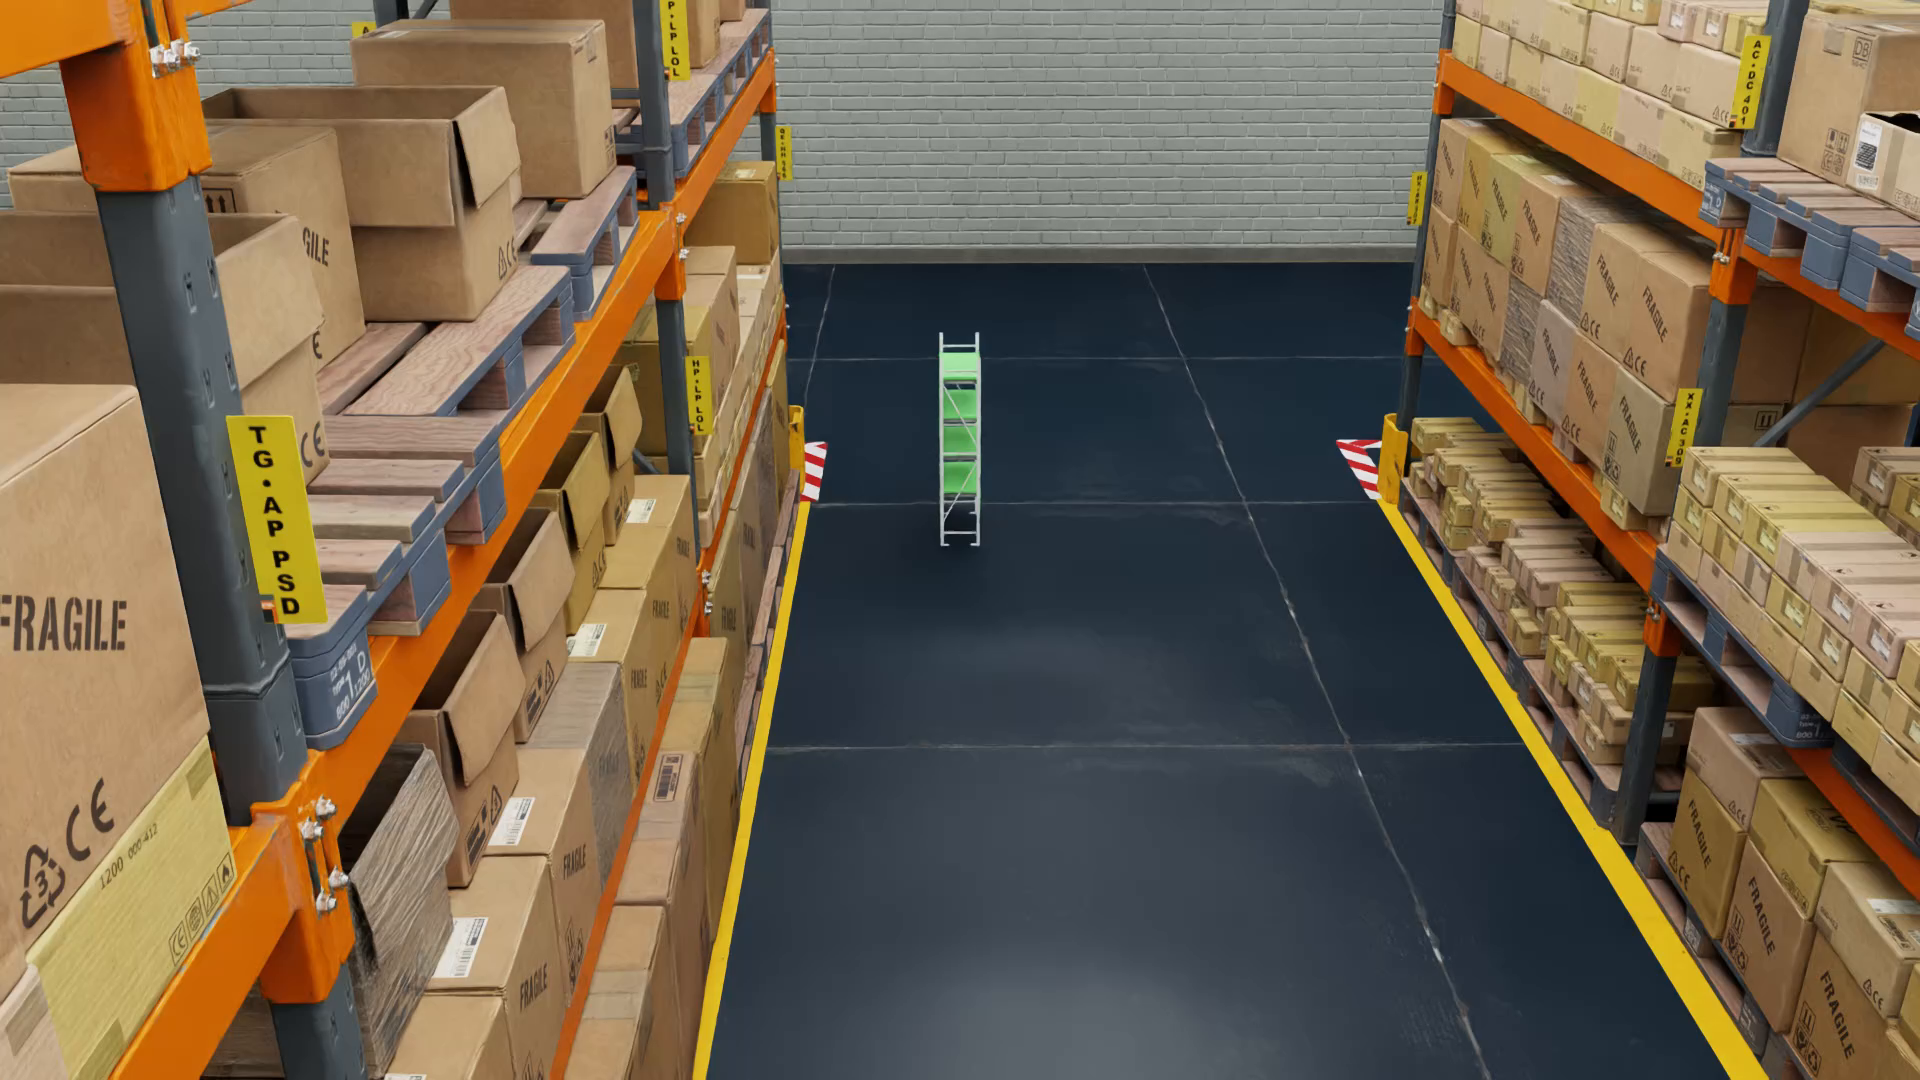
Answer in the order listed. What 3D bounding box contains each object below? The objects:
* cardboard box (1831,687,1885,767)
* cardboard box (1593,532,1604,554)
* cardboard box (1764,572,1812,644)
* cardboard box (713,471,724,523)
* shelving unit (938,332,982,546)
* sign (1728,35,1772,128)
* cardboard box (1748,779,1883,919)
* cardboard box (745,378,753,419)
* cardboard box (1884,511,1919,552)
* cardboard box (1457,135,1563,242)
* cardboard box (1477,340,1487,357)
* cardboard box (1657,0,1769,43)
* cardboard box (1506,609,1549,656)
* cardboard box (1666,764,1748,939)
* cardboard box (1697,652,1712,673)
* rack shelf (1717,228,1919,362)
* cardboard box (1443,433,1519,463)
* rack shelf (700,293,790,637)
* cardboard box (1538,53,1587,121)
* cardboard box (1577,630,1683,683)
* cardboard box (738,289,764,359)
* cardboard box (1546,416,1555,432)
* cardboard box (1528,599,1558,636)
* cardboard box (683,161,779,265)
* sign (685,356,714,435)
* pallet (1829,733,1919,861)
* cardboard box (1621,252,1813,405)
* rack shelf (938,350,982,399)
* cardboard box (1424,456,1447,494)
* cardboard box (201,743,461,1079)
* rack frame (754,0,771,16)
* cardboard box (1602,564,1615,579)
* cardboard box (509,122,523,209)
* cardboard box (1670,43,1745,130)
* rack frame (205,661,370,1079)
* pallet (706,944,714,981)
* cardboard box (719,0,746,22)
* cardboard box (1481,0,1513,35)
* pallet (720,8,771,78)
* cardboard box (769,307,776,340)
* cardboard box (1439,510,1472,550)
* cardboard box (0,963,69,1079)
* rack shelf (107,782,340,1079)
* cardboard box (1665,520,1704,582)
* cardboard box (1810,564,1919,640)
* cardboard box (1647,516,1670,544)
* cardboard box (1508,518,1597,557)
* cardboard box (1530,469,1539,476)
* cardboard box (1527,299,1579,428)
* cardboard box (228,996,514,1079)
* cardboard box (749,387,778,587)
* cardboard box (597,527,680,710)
[{"bbox_3d":[2.952,0.575,5.134,0.380,0.149,0.250,-1,24,-2],"label":"cardboard box"},{"bbox_3d":[3.600,-0.001,8.840,0.380,0.149,0.250,0,24,0],"label":"cardboard box"},{"bbox_3d":[2.944,0.222,5.554,0.380,0.149,0.250,-1,24,-3],"label":"cardboard box"},{"bbox_3d":[-1.246,-0.187,7.329,0.380,0.149,0.250,-1,24,-2],"label":"cardboard box"},{"bbox_3d":[-0.002,-0.615,10.154,0.258,1.200,0.503,0,24,-1],"label":"shelving unit"},{"bbox_3d":[2.845,-1.647,5.985,0.100,0.325,0.005,0,24,-1],"label":"sign"},{"bbox_3d":[3.140,1.080,5.835,0.500,0.250,0.500,0,24,1],"label":"cardboard box"},{"bbox_3d":[-1.262,-0.721,8.509,0.380,0.149,0.250,-1,24,-2],"label":"cardboard box"},{"bbox_3d":[3.594,0.009,6.025,0.380,0.149,0.250,0,24,0],"label":"cardboard box"},{"bbox_3d":[3.096,-1.941,9.207,0.500,0.500,0.500,0,24,1],"label":"cardboard box"},{"bbox_3d":[3.153,-1.127,9.408,0.380,0.149,0.250,1,24,2],"label":"cardboard box"},{"bbox_3d":[3.053,-2.095,6.695,0.380,0.149,0.250,0,24,-1],"label":"cardboard box"},{"bbox_3d":[3.031,0.470,8.520,0.380,0.149,0.250,0,24,-1],"label":"cardboard box"},{"bbox_3d":[3.131,1.203,6.475,0.500,0.500,0.500,1,24,1],"label":"cardboard box"},{"bbox_3d":[3.648,0.529,7.668,0.380,0.149,0.250,1,24,2],"label":"cardboard box"},{"bbox_3d":[3.410,-0.265,4.430,1.077,0.370,4.000,0,24,-1],"label":"rack shelf"},{"bbox_3d":[3.133,-0.532,10.014,0.380,0.149,0.250,0,24,0],"label":"cardboard box"},{"bbox_3d":[-1.595,-0.566,8.735,1.077,0.370,4.000,0,24,-1],"label":"rack shelf"},{"bbox_3d":[3.108,-2.169,7.948,0.500,0.250,0.500,0,24,-1],"label":"cardboard box"},{"bbox_3d":[3.081,0.535,7.654,0.380,0.149,0.250,0,24,0],"label":"cardboard box"},{"bbox_3d":[-1.335,-1.168,9.014,0.500,0.250,0.500,-1,24,-2],"label":"cardboard box"},{"bbox_3d":[3.135,-0.592,8.224,0.380,0.149,0.250,-1,24,-1],"label":"cardboard box"},{"bbox_3d":[3.104,0.363,8.397,0.380,0.149,0.250,0,24,1],"label":"cardboard box"},{"bbox_3d":[-1.348,-1.928,9.783,0.500,0.500,0.500,0,24,0],"label":"cardboard box"},{"bbox_3d":[-1.030,-0.568,6.557,0.100,0.325,0.005,0,24,-1],"label":"sign"},{"bbox_3d":[3.369,0.870,4.920,1.003,0.211,1.213,0,24,-1],"label":"pallet"},{"bbox_3d":[3.112,-0.880,6.860,0.500,0.500,0.500,-1,24,-2],"label":"cardboard box"},{"bbox_3d":[-0.002,-0.994,9.982,0.258,0.148,0.480,0,24,-1],"label":"rack shelf"},{"bbox_3d":[3.040,-0.397,10.076,0.380,0.149,0.250,0,24,-1],"label":"cardboard box"},{"bbox_3d":[-1.521,0.774,3.559,0.797,0.503,0.637,1,24,1],"label":"cardboard box"},{"bbox_3d":[-1.617,-4.452,9.173,1.000,3.000,0.127,0,24,-1],"label":"rack frame"},{"bbox_3d":[3.676,0.136,8.898,0.380,0.149,0.250,0,24,0],"label":"cardboard box"},{"bbox_3d":[-1.651,-1.135,5.078,0.500,0.311,0.500,-1,24,-2],"label":"cardboard box"},{"bbox_3d":[3.129,-1.766,6.450,0.500,0.250,0.500,-1,24,-3],"label":"cardboard box"},{"bbox_3d":[-1.529,1.578,3.120,1.000,3.000,0.127,0,24,-1],"label":"rack frame"},{"bbox_3d":[-1.489,1.518,6.637,1.003,0.211,1.213,0,24,-1],"label":"pallet"},{"bbox_3d":[-1.557,-3.153,9.190,0.700,0.500,0.500,-2,24,-4],"label":"cardboard box"},{"bbox_3d":[3.096,-2.828,8.798,0.500,0.250,0.500,-1,24,-1],"label":"cardboard box"},{"bbox_3d":[-1.598,-2.739,9.133,1.003,0.211,1.213,0,24,-1],"label":"pallet"},{"bbox_3d":[-1.277,-1.247,9.673,0.380,0.149,0.250,0,24,0],"label":"cardboard box"},{"bbox_3d":[3.017,-0.058,9.689,0.380,0.149,0.250,0,24,0],"label":"cardboard box"},{"bbox_3d":[-1.260,0.679,1.650,0.500,0.250,0.500,0,24,-1],"label":"cardboard box"},{"bbox_3d":[-1.507,1.363,0.828,1.077,0.370,4.000,0,24,-1],"label":"rack shelf"},{"bbox_3d":[2.932,0.037,6.324,0.380,0.149,0.250,-1,24,-3],"label":"cardboard box"},{"bbox_3d":[2.945,0.195,5.253,0.380,0.149,0.250,0,24,-1],"label":"cardboard box"},{"bbox_3d":[3.151,-0.053,7.032,0.380,0.149,0.250,-1,24,-1],"label":"cardboard box"},{"bbox_3d":[3.143,0.000,8.837,0.380,0.149,0.250,0,24,0],"label":"cardboard box"},{"bbox_3d":[3.584,-0.403,10.089,0.380,0.149,0.250,-1,24,-2],"label":"cardboard box"},{"bbox_3d":[3.091,-0.849,8.004,0.500,0.500,0.500,0,24,-1],"label":"cardboard box"},{"bbox_3d":[-1.263,1.331,3.545,0.500,0.500,0.500,0,24,1],"label":"cardboard box"},{"bbox_3d":[-1.520,-0.303,9.349,0.875,0.875,0.875,0,24,-1],"label":"cardboard box"},{"bbox_3d":[-1.296,0.280,5.870,0.500,0.500,0.500,0,24,1],"label":"cardboard box"}]
